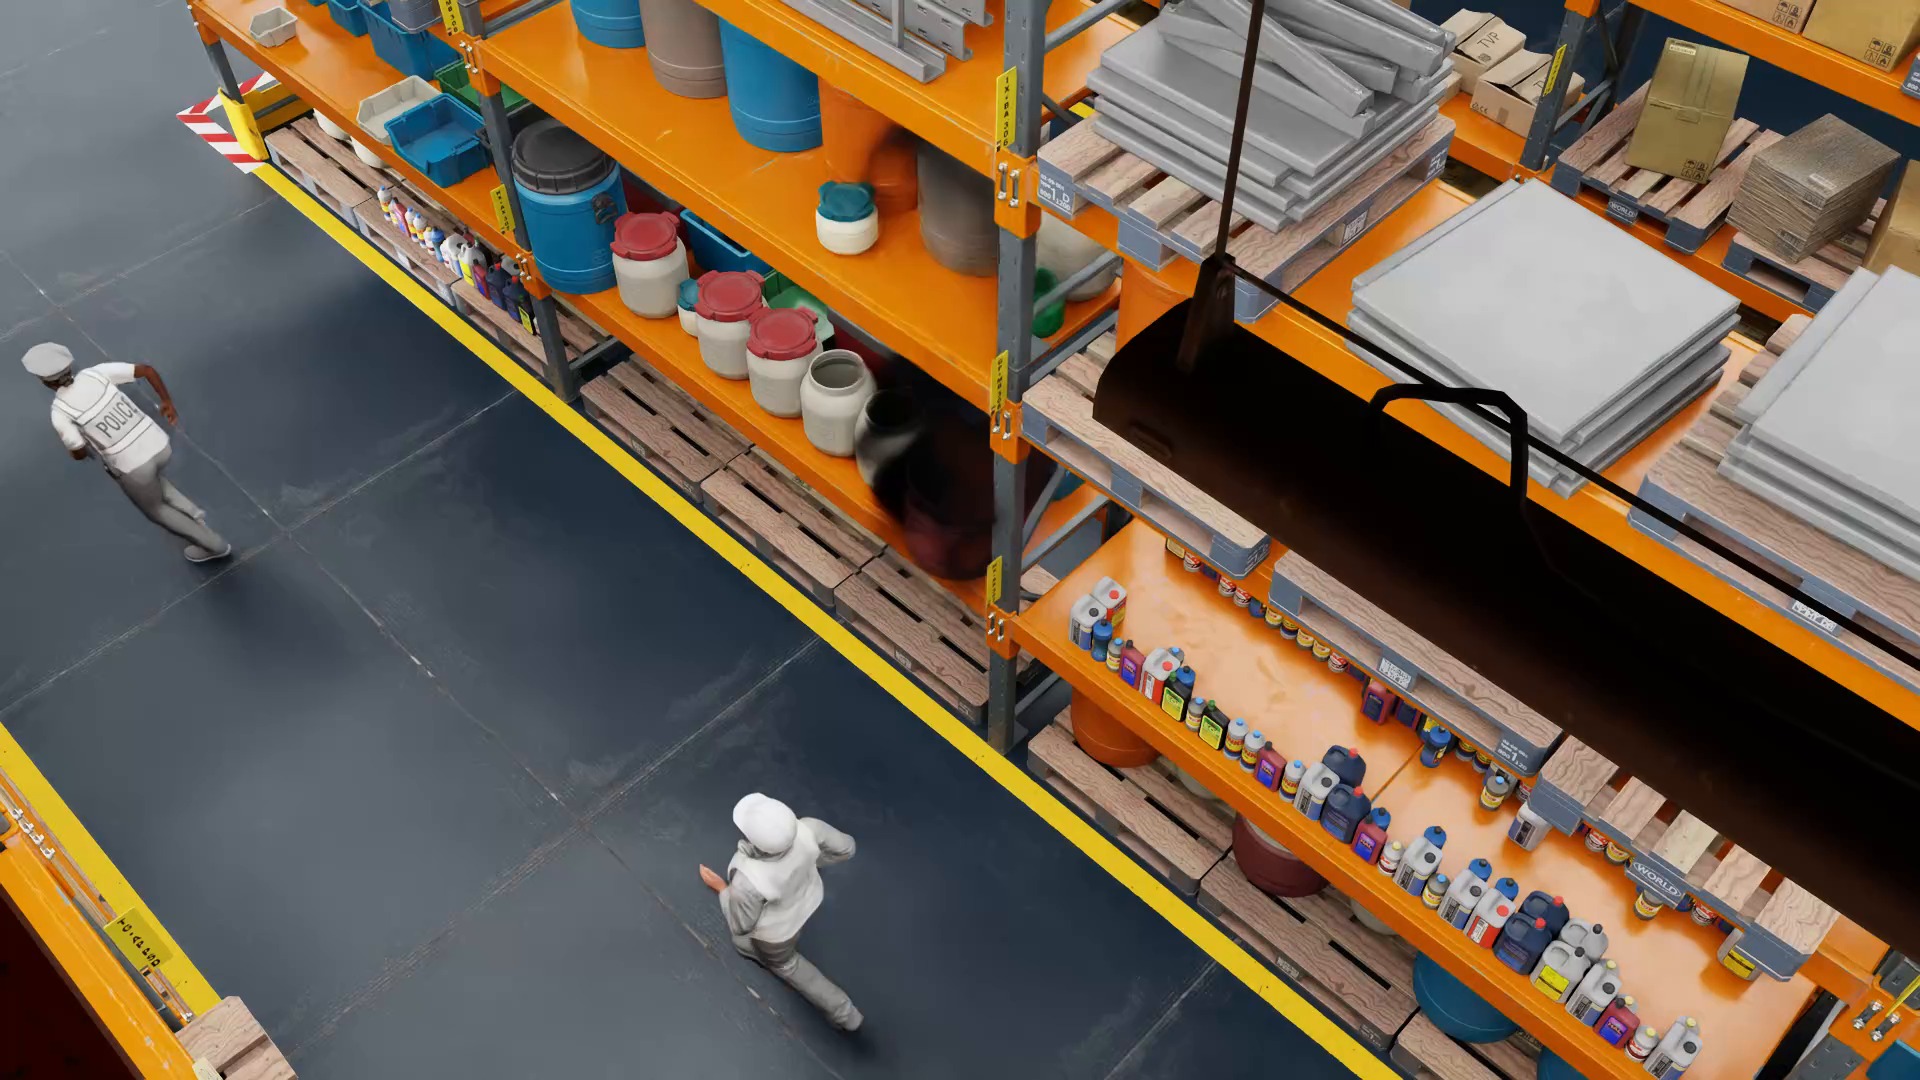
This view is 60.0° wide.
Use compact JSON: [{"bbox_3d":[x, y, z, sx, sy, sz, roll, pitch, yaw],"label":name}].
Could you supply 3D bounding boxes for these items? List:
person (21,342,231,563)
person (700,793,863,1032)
[{"bbox_3d":[-4.891,-0.525,9.864,0.852,1.487,0.603,17,52,14],"label":"person"},{"bbox_3d":[-0.821,1.725,7.800,0.931,1.778,0.662,29,56,22],"label":"person"}]
